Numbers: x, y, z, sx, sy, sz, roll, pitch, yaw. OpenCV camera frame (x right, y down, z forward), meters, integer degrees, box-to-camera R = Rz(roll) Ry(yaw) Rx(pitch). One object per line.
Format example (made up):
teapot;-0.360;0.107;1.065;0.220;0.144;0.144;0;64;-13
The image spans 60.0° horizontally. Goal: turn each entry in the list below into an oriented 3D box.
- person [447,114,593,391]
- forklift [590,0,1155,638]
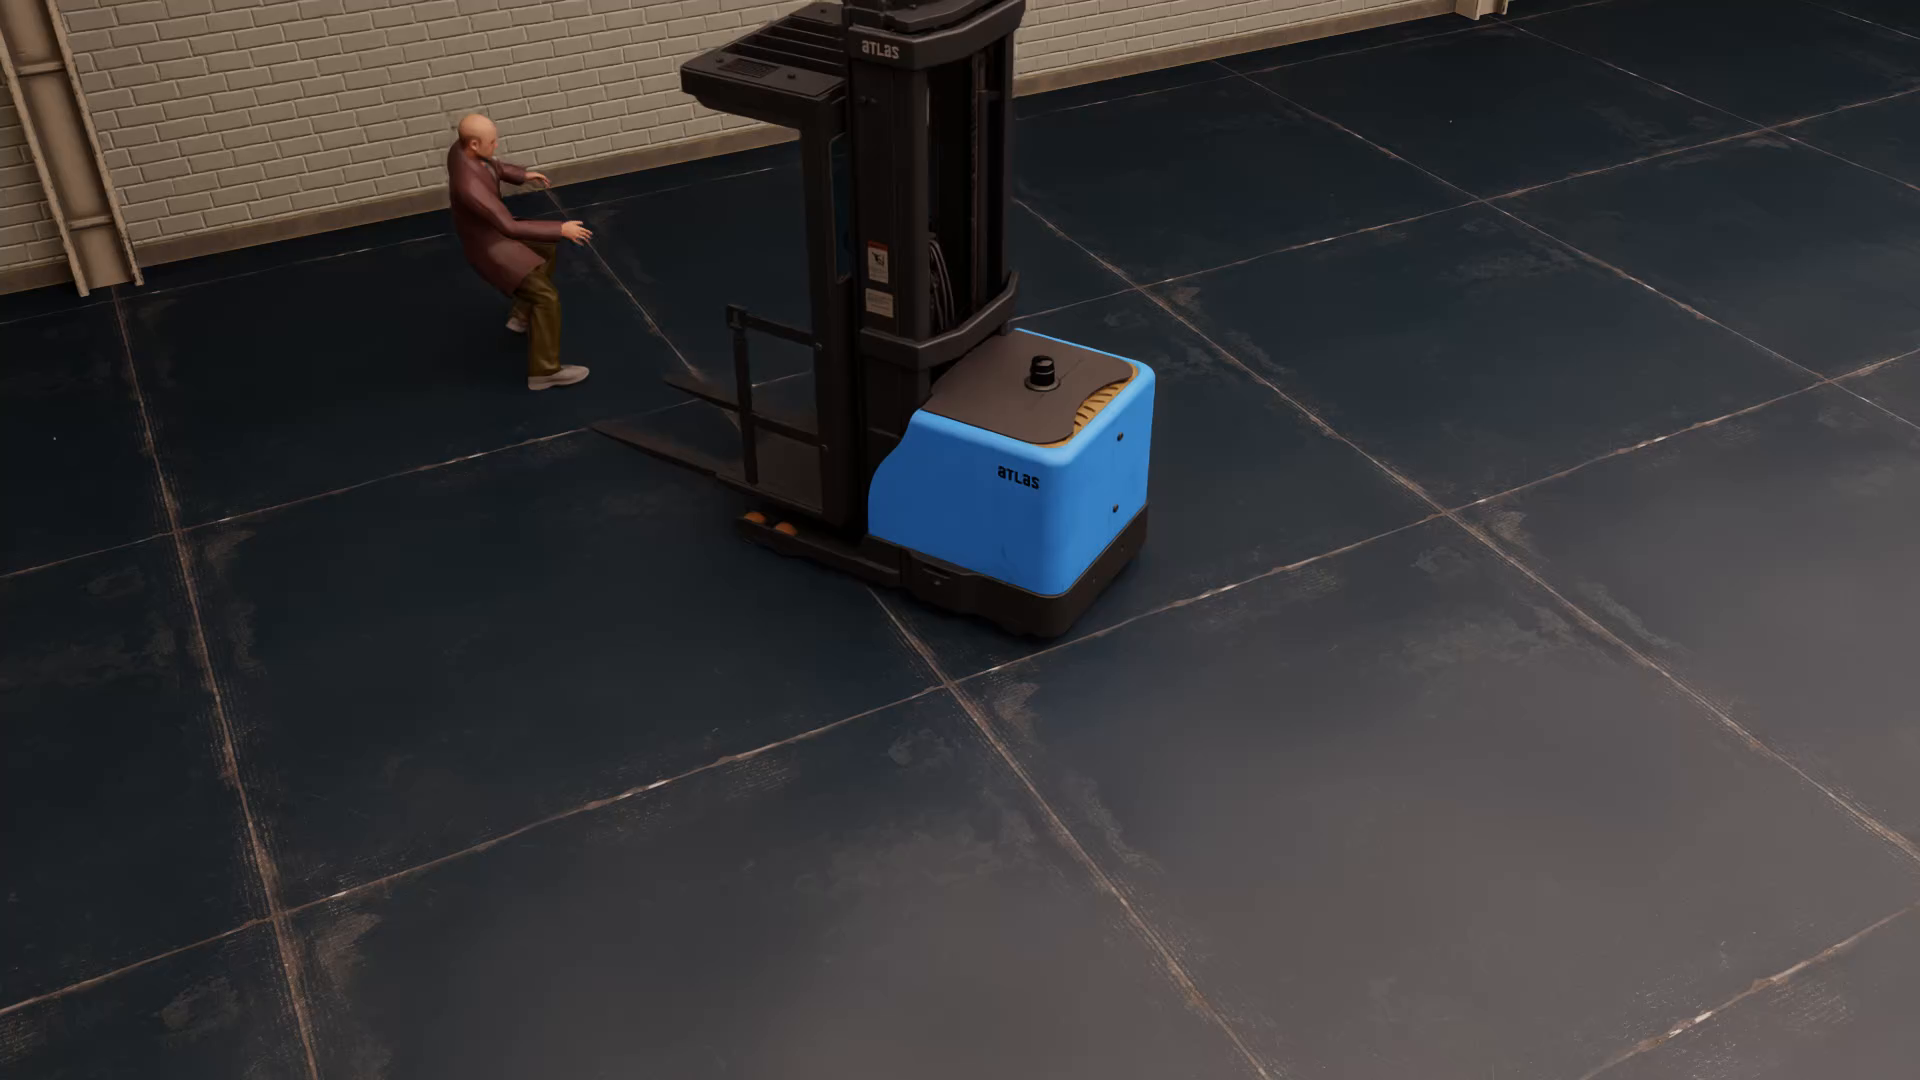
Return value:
person;-2.574;-1.796;9.826;0.763;1.584;0.922;-9;36;-13
forklift;-0.575;-1.360;8.048;3.031;2.935;1.130;19;39;25
